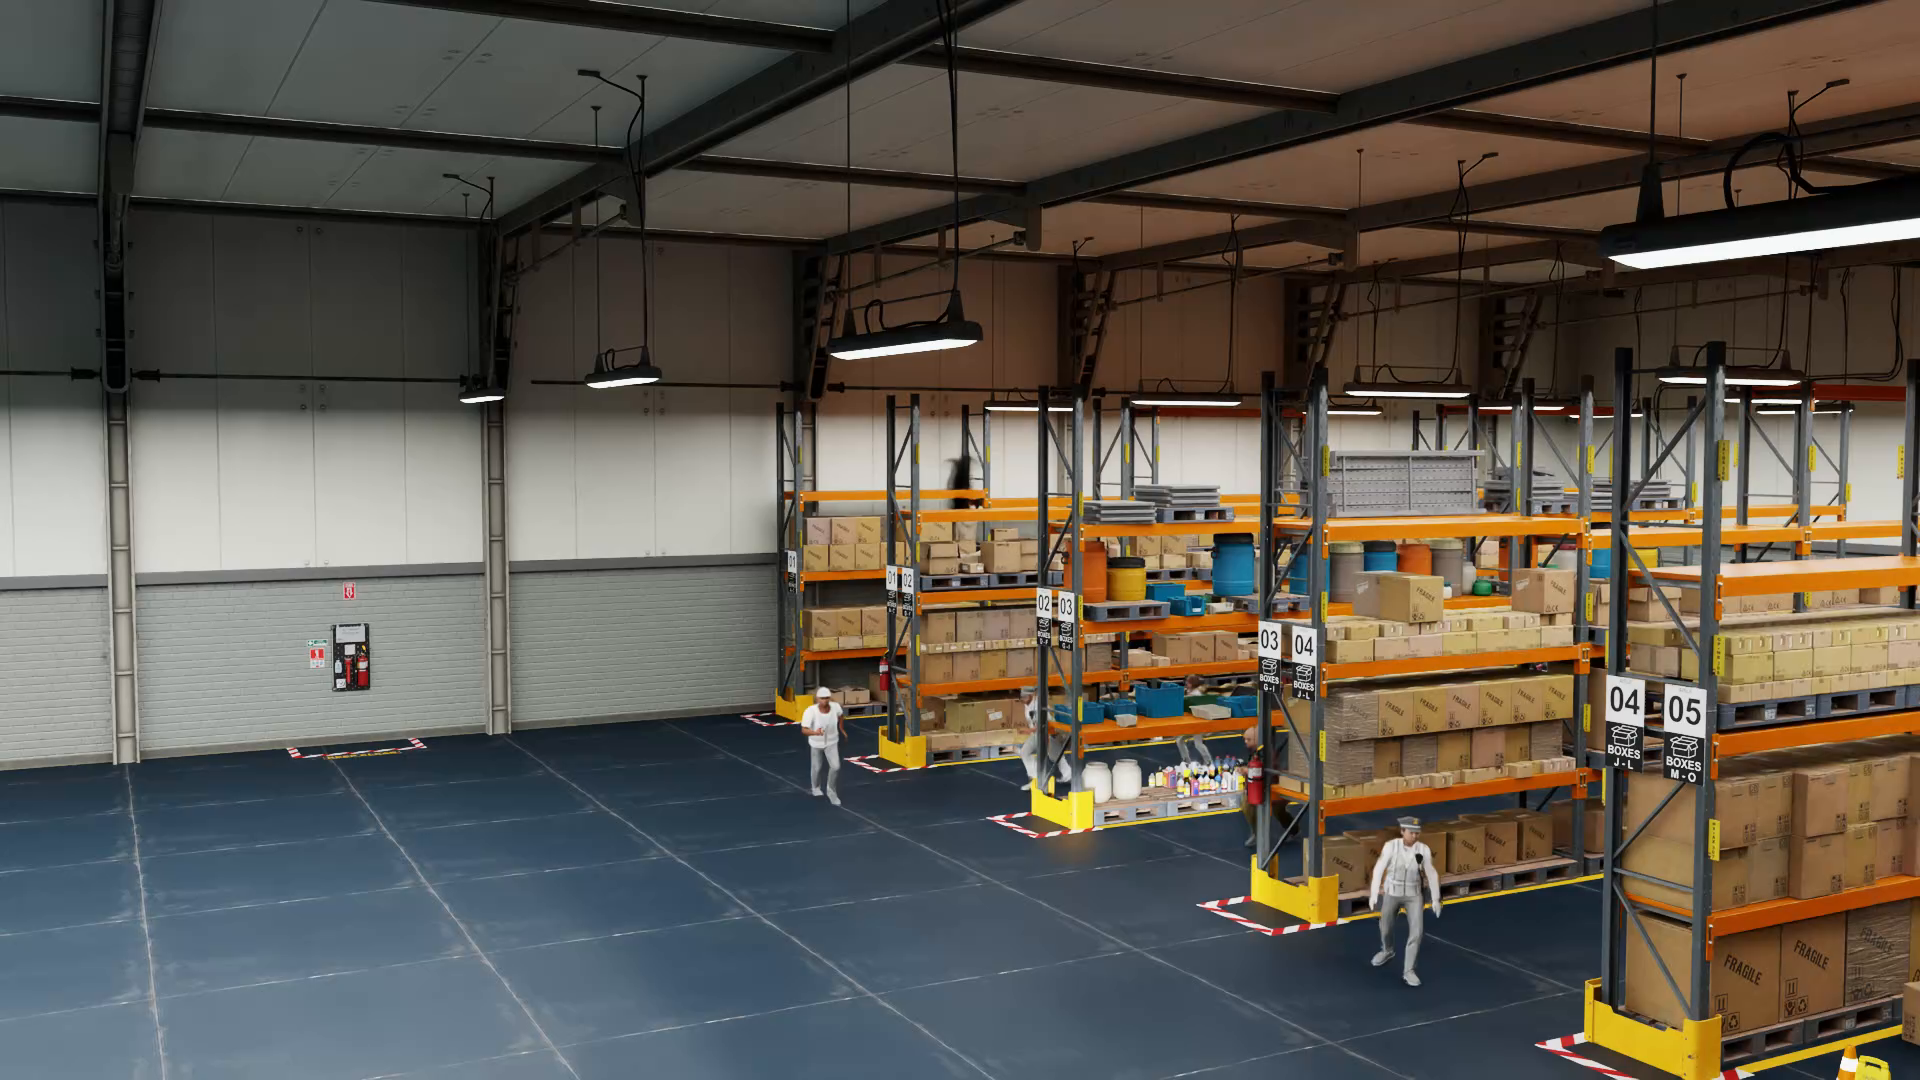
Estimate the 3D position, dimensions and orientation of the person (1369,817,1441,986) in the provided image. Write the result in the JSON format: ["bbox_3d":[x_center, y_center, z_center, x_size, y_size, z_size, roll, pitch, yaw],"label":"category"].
[{"bbox_3d":[4.319,3.446,16.226,0.673,1.611,0.761,0,3,7],"label":"person"}]

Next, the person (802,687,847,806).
[{"bbox_3d":[-1.952,2.968,23.998,0.716,1.739,0.979,-1,3,-14],"label":"person"}]

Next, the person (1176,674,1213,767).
[{"bbox_3d":[3.660,2.903,25.882,0.690,1.631,0.481,-1,3,-23],"label":"person"}]

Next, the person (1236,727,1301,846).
[{"bbox_3d":[3.972,3.143,21.289,1.213,1.562,0.671,-2,4,-29],"label":"person"}]

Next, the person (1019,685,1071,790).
[{"bbox_3d":[1.304,2.947,25.011,1.092,1.589,0.672,-2,4,-34],"label":"person"}]
